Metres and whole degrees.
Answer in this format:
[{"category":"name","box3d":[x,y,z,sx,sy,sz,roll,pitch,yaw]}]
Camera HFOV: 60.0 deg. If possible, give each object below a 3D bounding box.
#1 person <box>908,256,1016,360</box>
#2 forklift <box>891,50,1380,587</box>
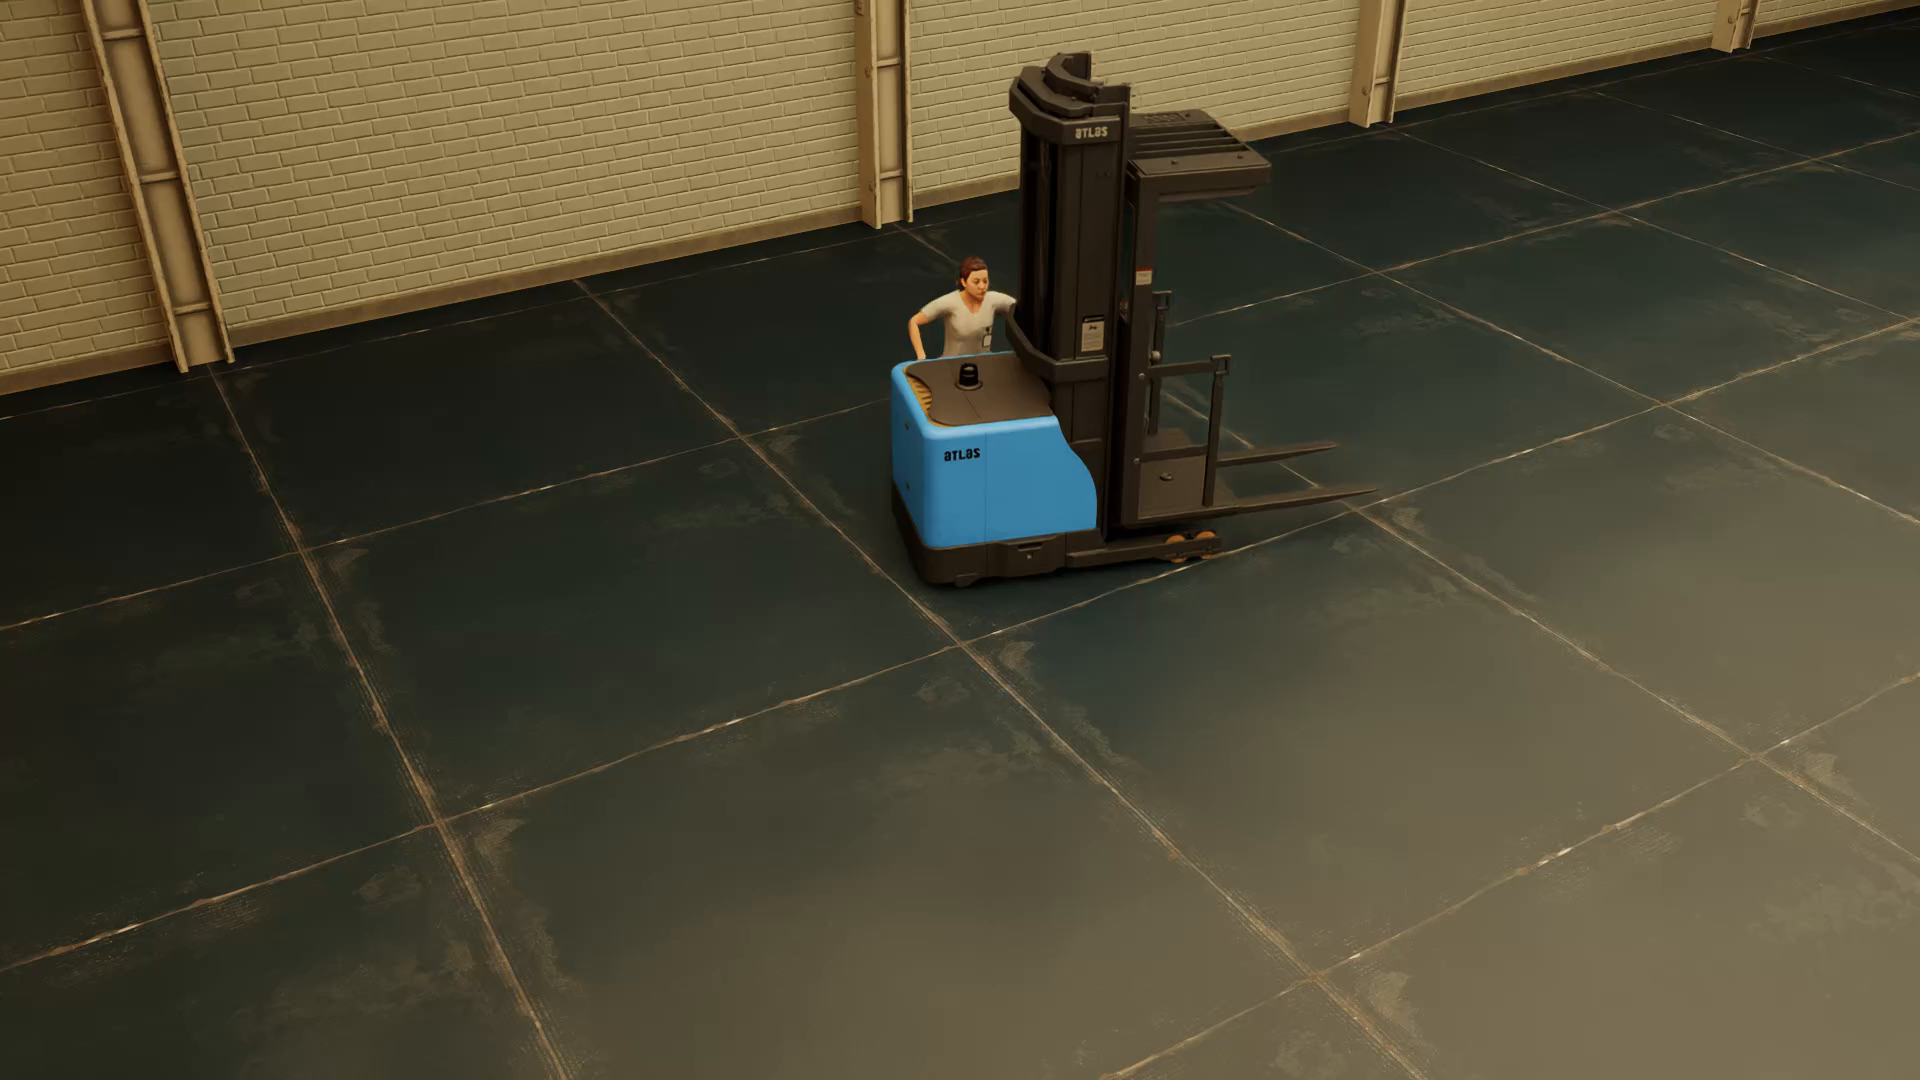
[{"category":"person","box3d":[0.163,-1.054,10.642,0.915,1.458,0.723,-10,32,-17]},{"category":"forklift","box3d":[1.134,-1.373,9.941,3.031,2.935,1.130,-7,32,-12]}]
